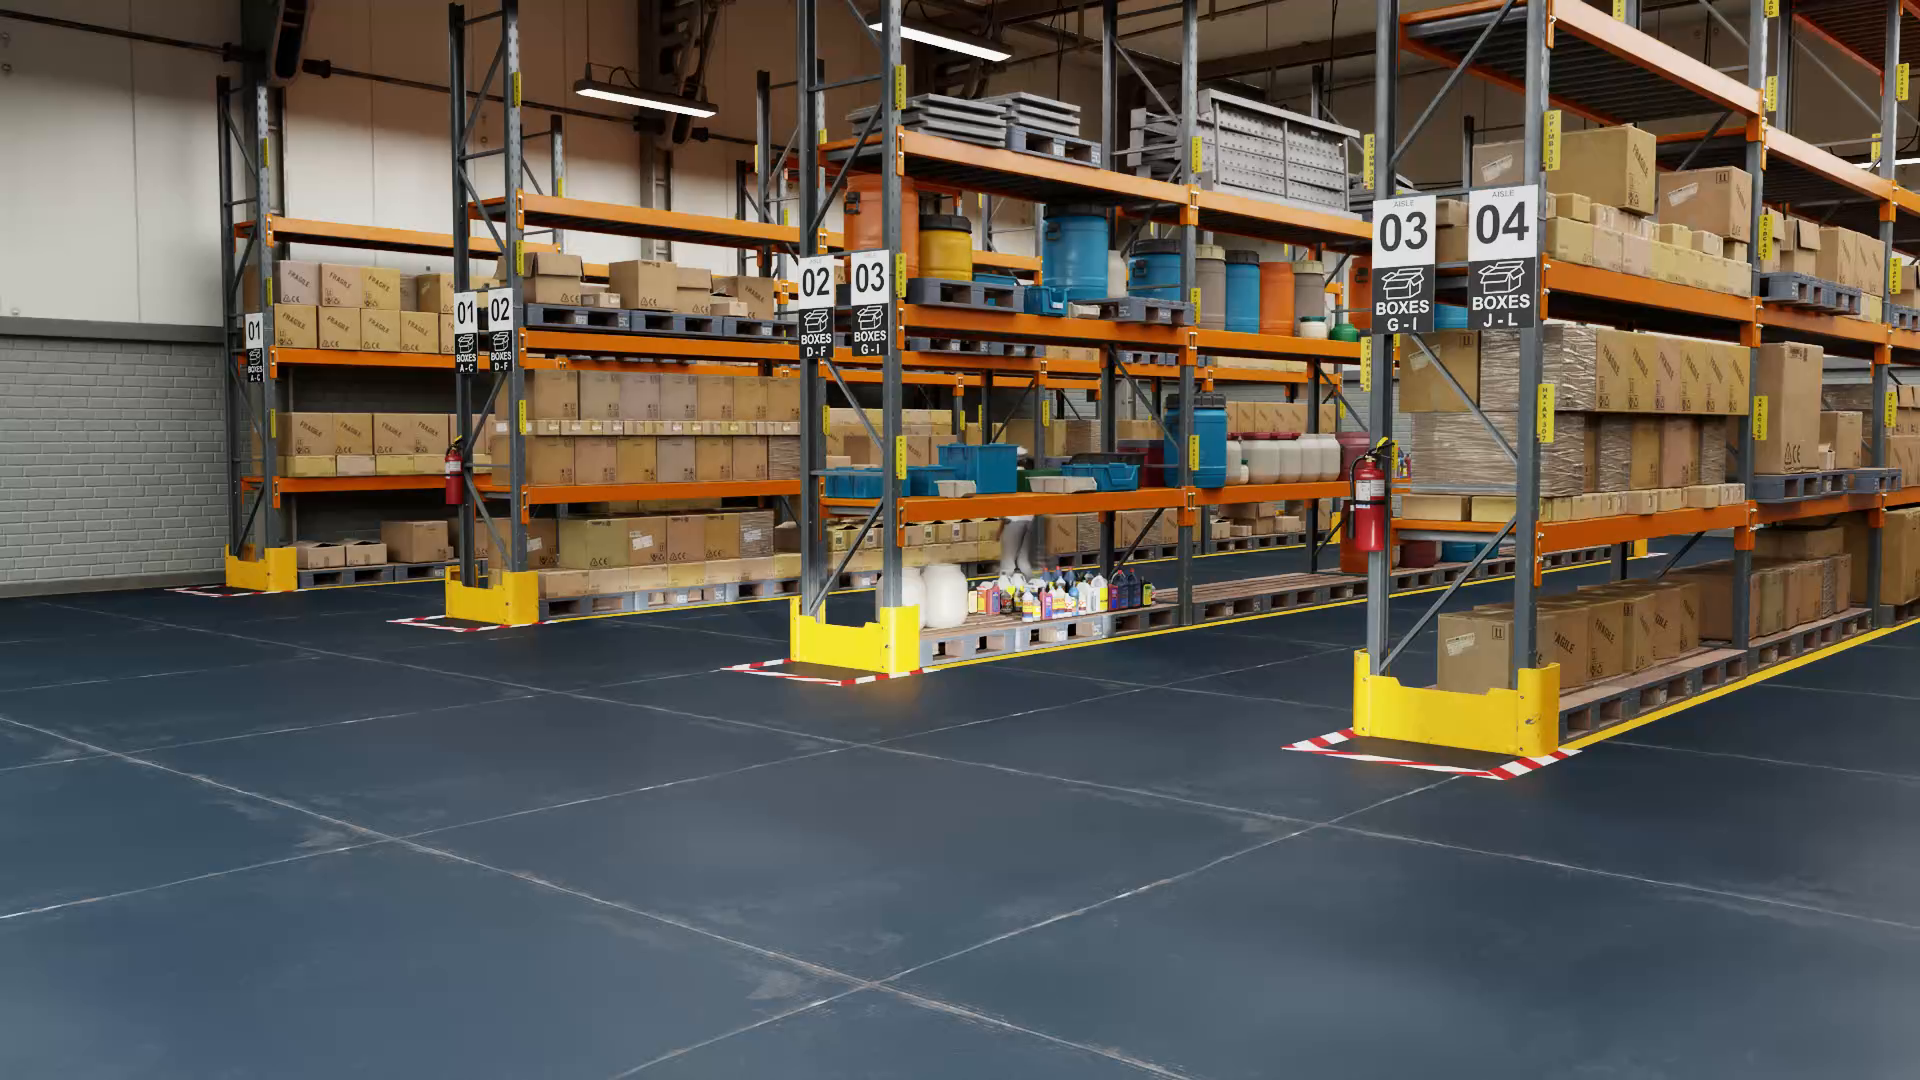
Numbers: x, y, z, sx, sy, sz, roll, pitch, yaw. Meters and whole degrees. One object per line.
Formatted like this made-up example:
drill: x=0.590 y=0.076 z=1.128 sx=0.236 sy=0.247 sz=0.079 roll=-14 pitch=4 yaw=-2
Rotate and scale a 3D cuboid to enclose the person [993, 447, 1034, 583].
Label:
person: x=0.522 y=-0.124 z=16.917 sx=0.427 sy=1.683 sz=0.548 roll=2 pitch=4 yaw=25
